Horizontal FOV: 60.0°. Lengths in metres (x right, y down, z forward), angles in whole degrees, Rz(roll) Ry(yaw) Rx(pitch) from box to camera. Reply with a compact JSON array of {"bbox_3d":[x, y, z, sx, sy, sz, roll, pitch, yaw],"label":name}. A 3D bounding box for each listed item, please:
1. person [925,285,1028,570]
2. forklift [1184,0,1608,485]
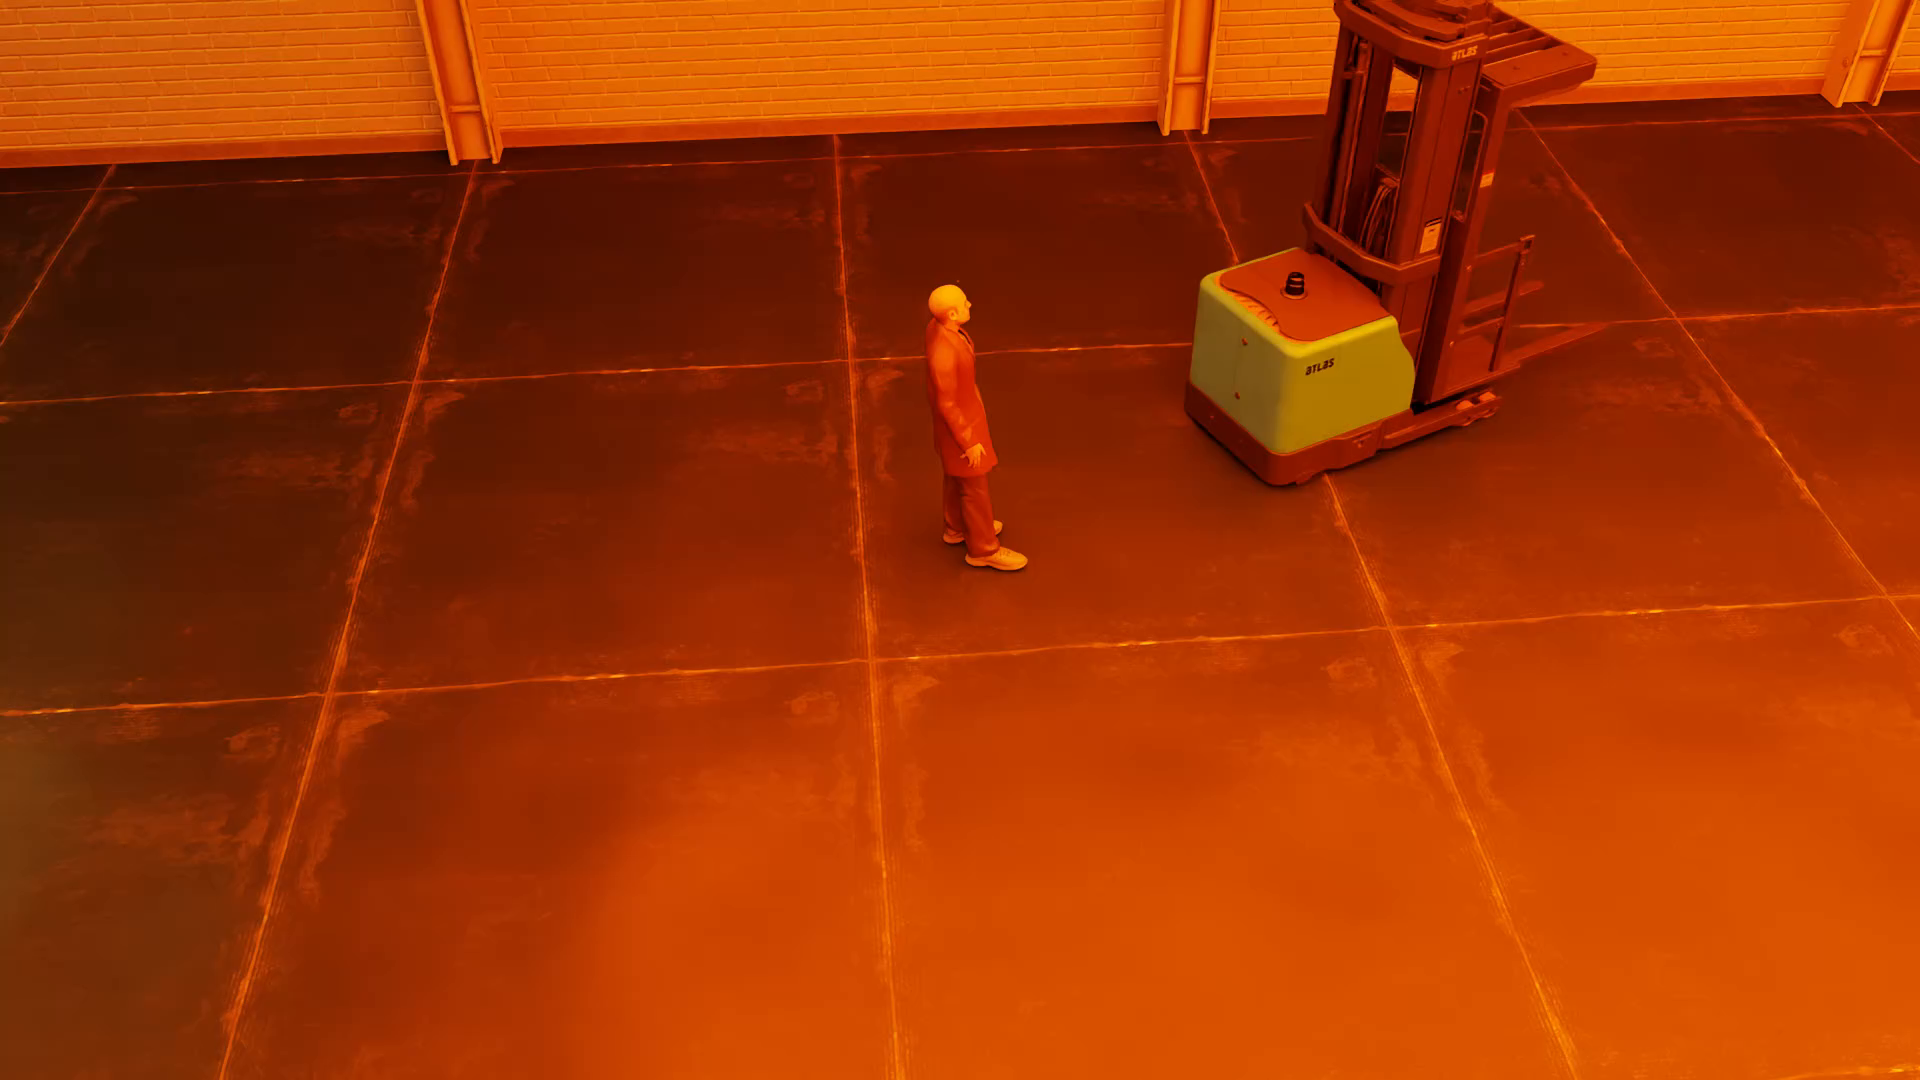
[{"bbox_3d":[0.091,-0.683,9.613,0.582,1.776,0.696,-3,41,-4],"label":"person"},{"bbox_3d":[3.039,-2.154,10.456,3.031,2.935,1.130,-20,44,-22],"label":"forklift"}]
